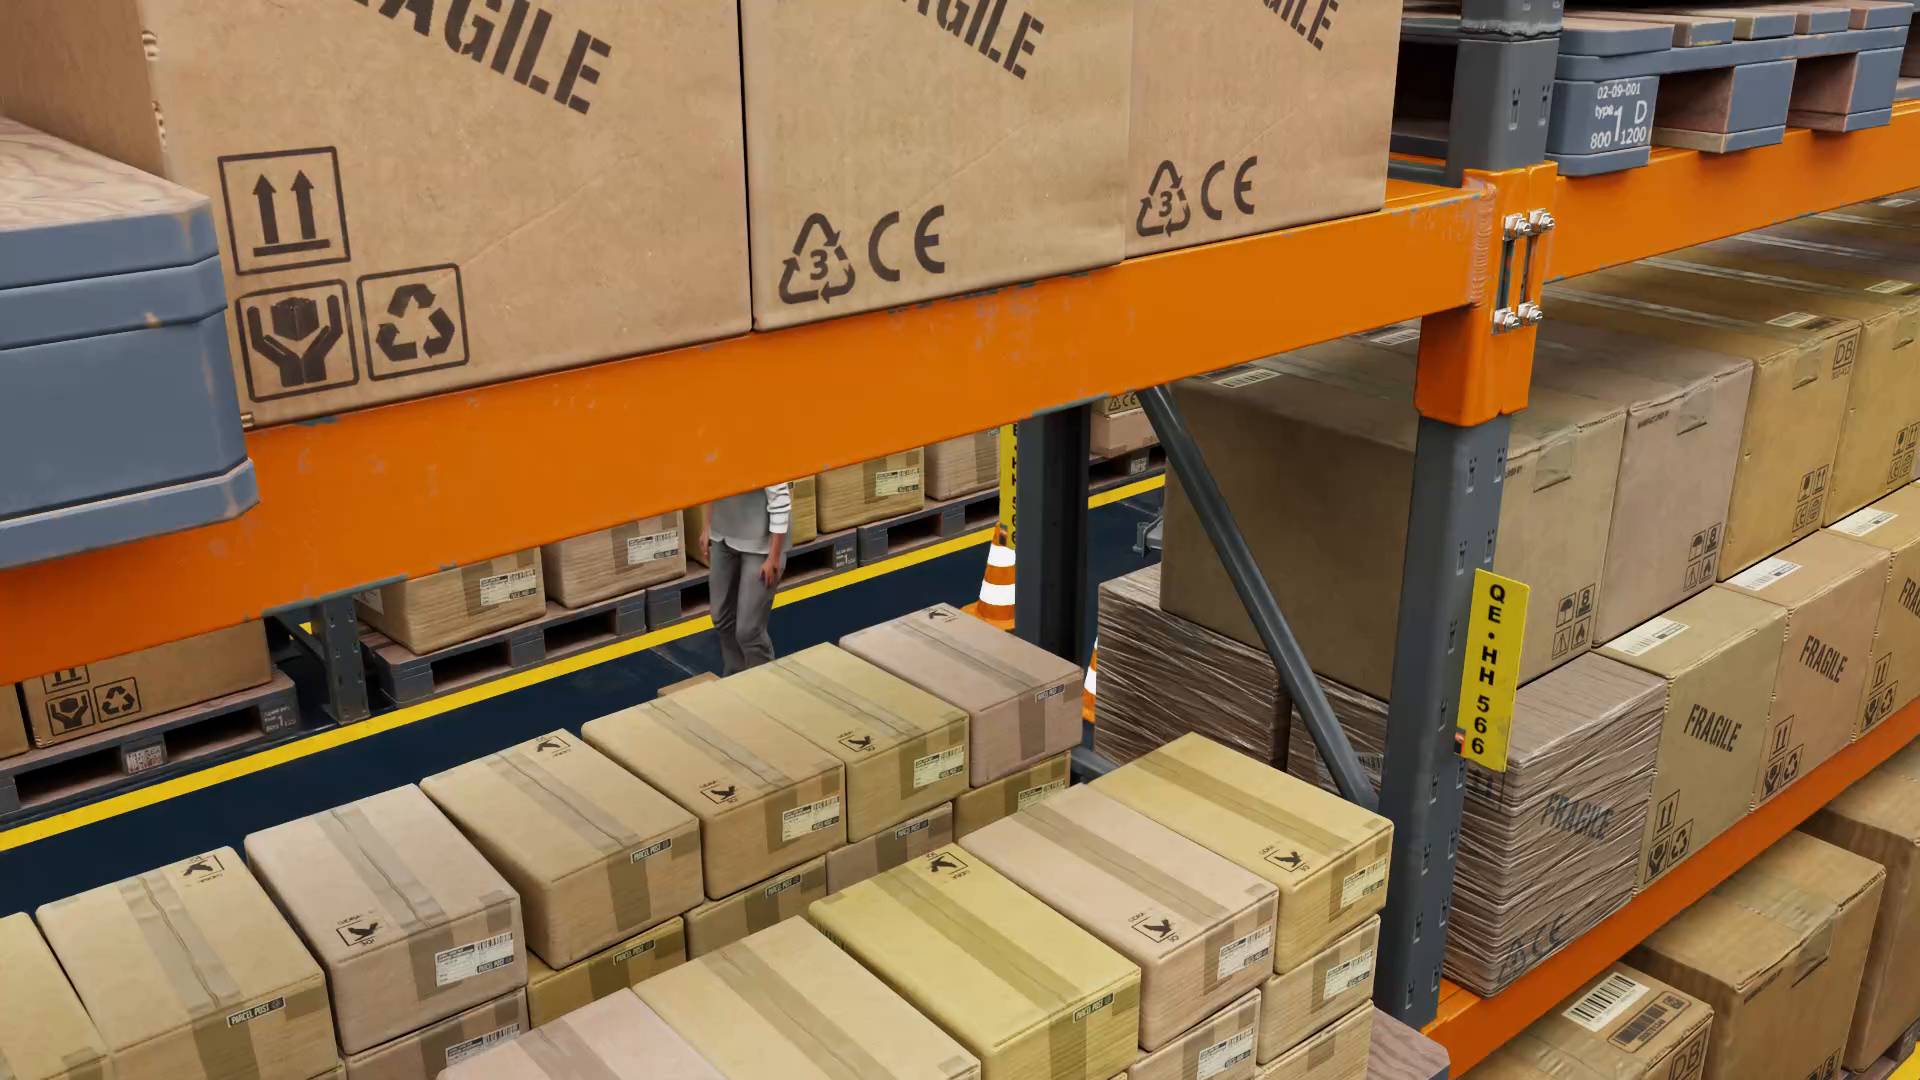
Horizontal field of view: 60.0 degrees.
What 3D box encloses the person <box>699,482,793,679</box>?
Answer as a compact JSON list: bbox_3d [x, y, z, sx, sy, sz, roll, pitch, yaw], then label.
[{"bbox_3d":[-0.859,0.051,6.525,0.378,1.551,0.482,-20,29,-41],"label":"person"}]
